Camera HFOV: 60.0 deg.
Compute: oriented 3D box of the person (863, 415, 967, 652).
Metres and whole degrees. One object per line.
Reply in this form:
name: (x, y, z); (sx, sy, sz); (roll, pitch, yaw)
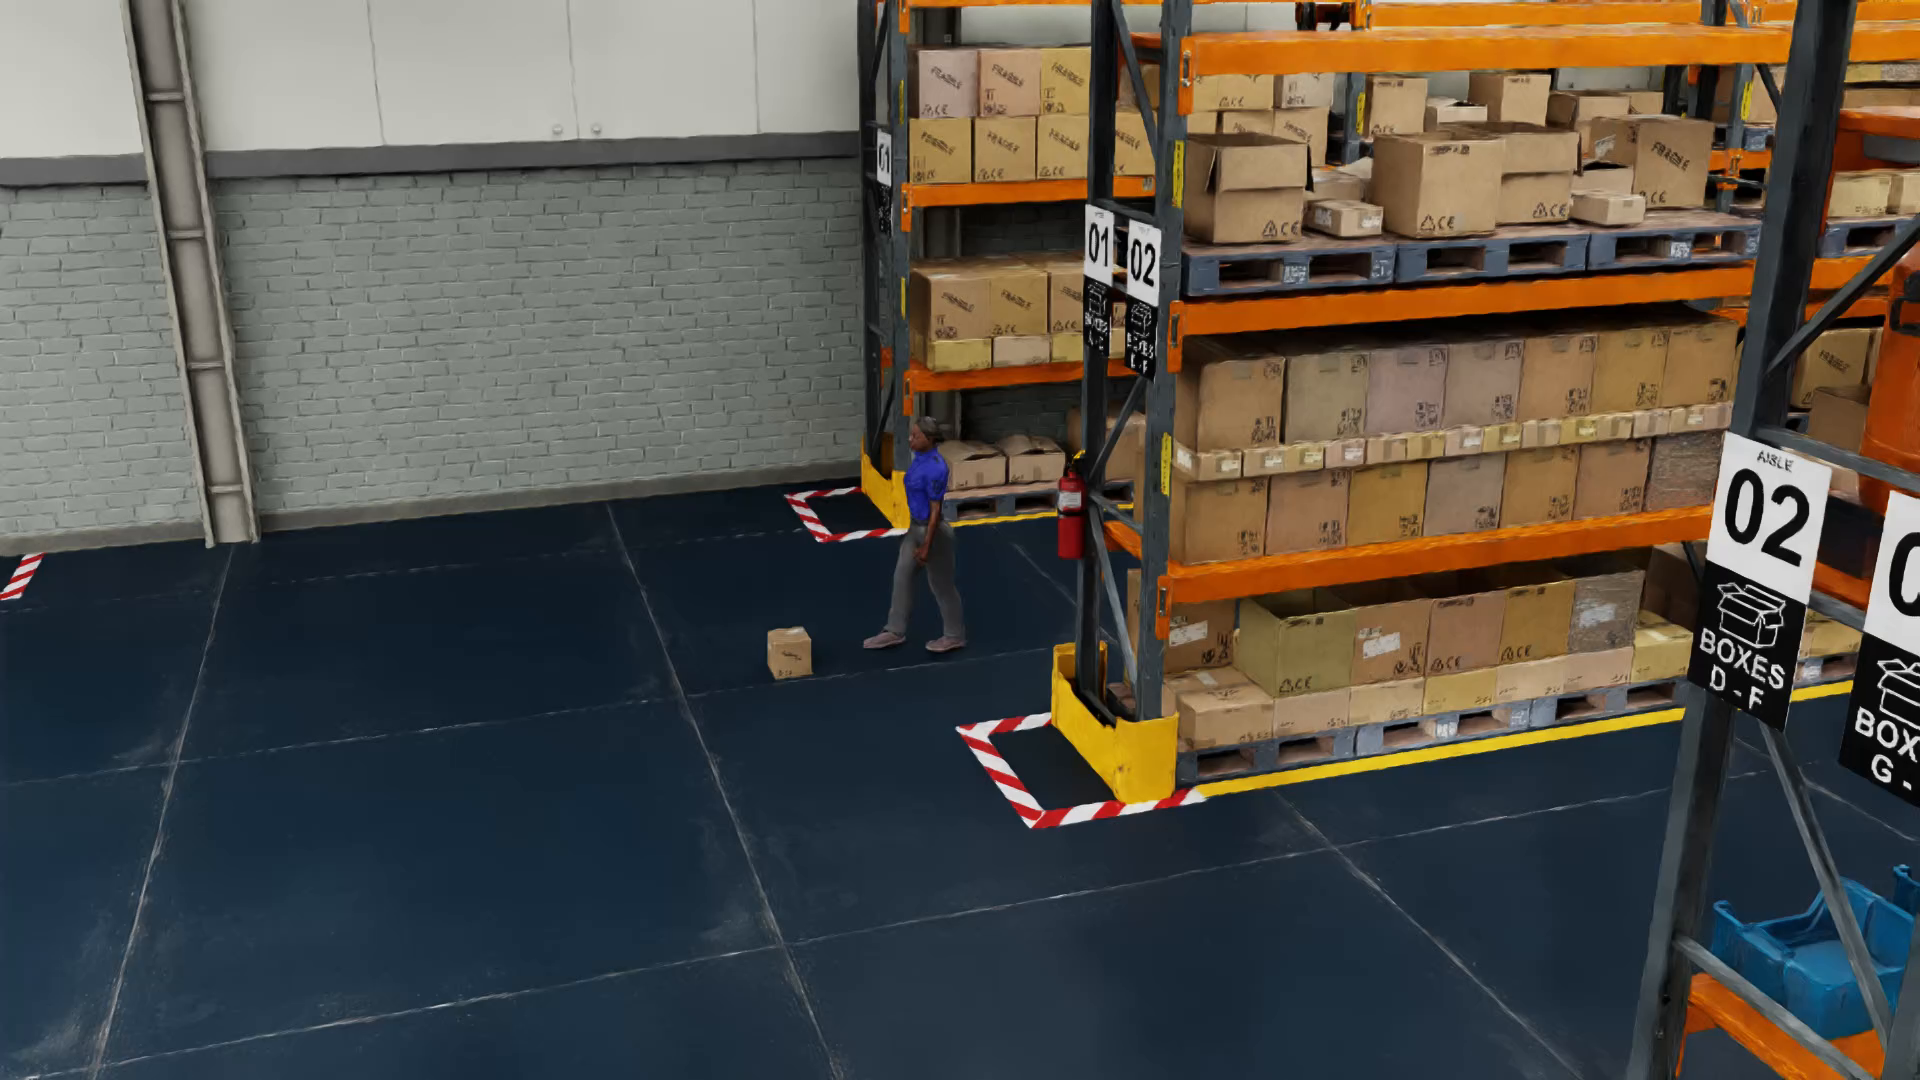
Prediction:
person: (-0.286, -0.024, 11.099); (0.679, 1.646, 0.459); (-7, 21, -20)
